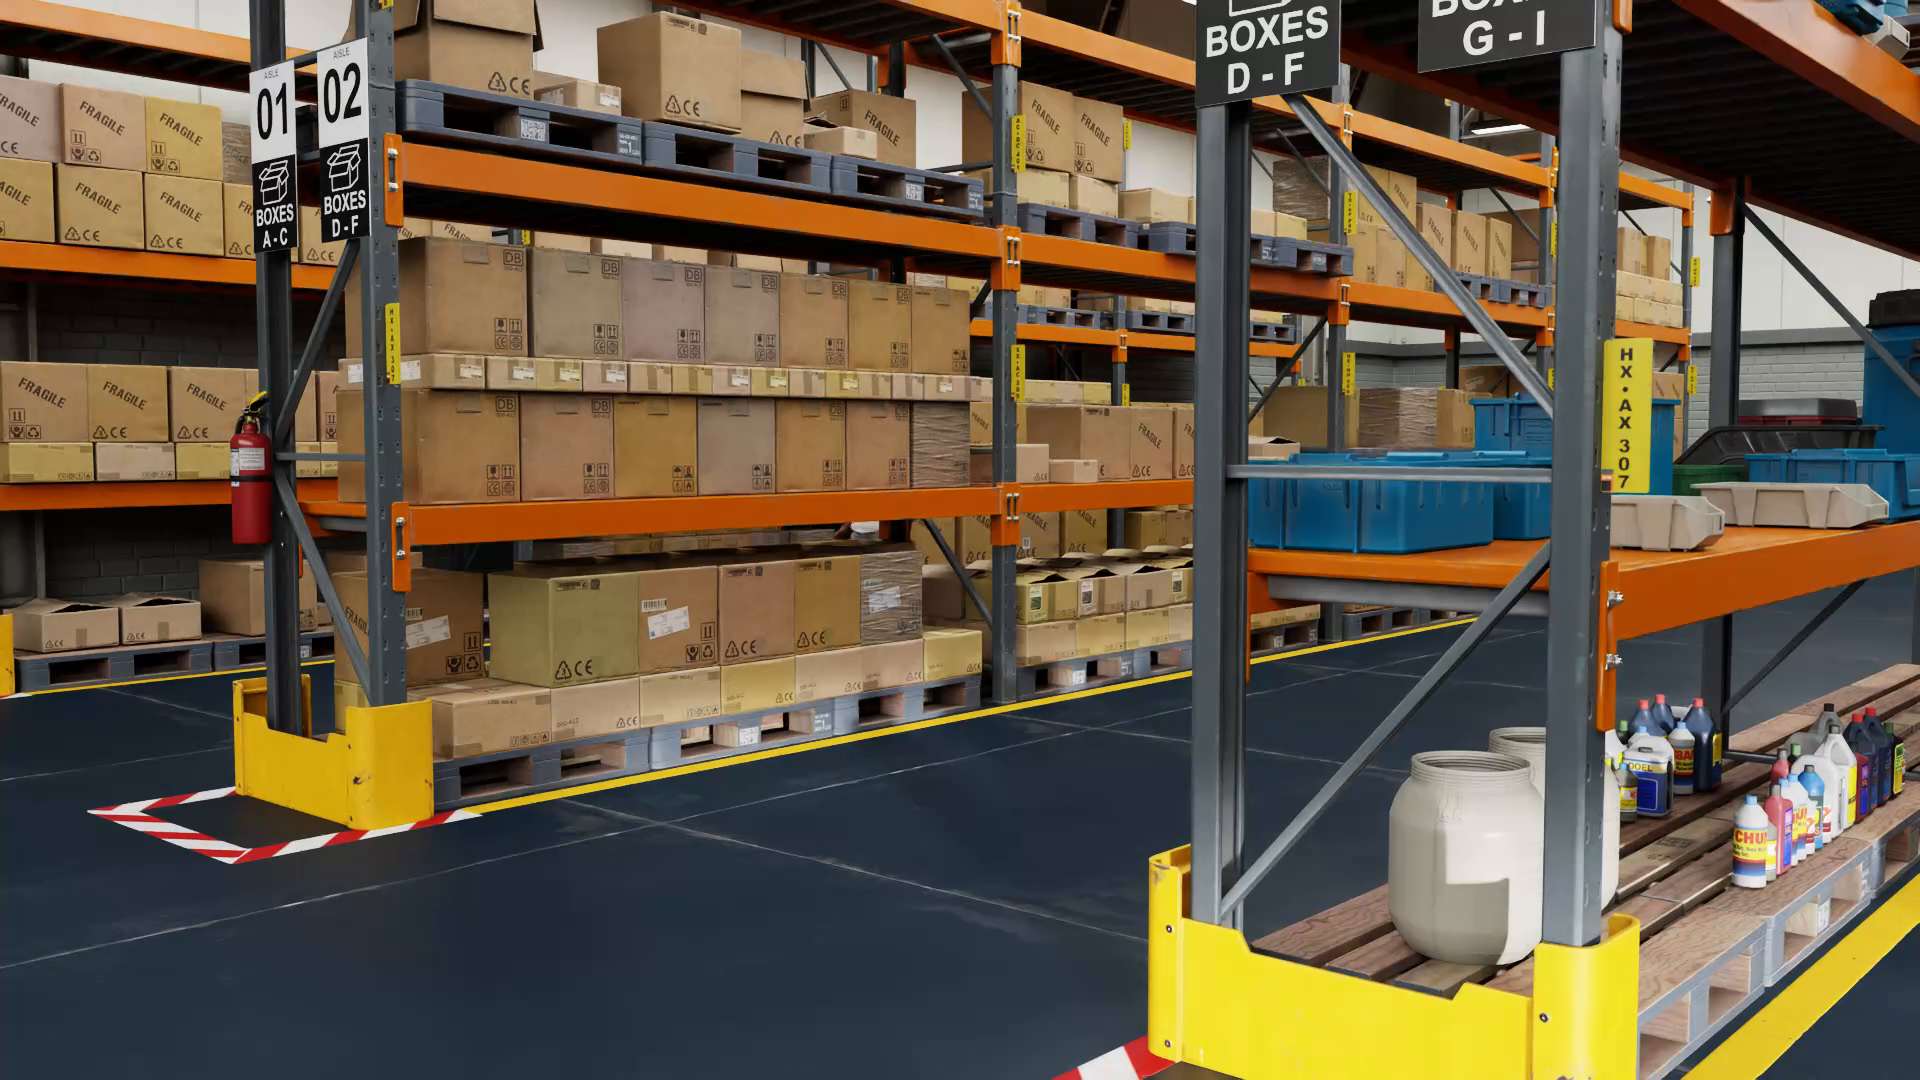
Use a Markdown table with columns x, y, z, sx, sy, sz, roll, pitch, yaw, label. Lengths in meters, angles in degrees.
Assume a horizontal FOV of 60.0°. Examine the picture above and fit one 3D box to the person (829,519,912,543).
| x | y | z | sx | sy | sz | roll | pitch | yaw | label |
| --- | --- | --- | --- | --- | --- | --- | --- | --- | --- |
| -0.650 | -0.047 | 12.013 | 0.593 | 1.763 | 0.578 | 3 | 5 | 42 | person |
